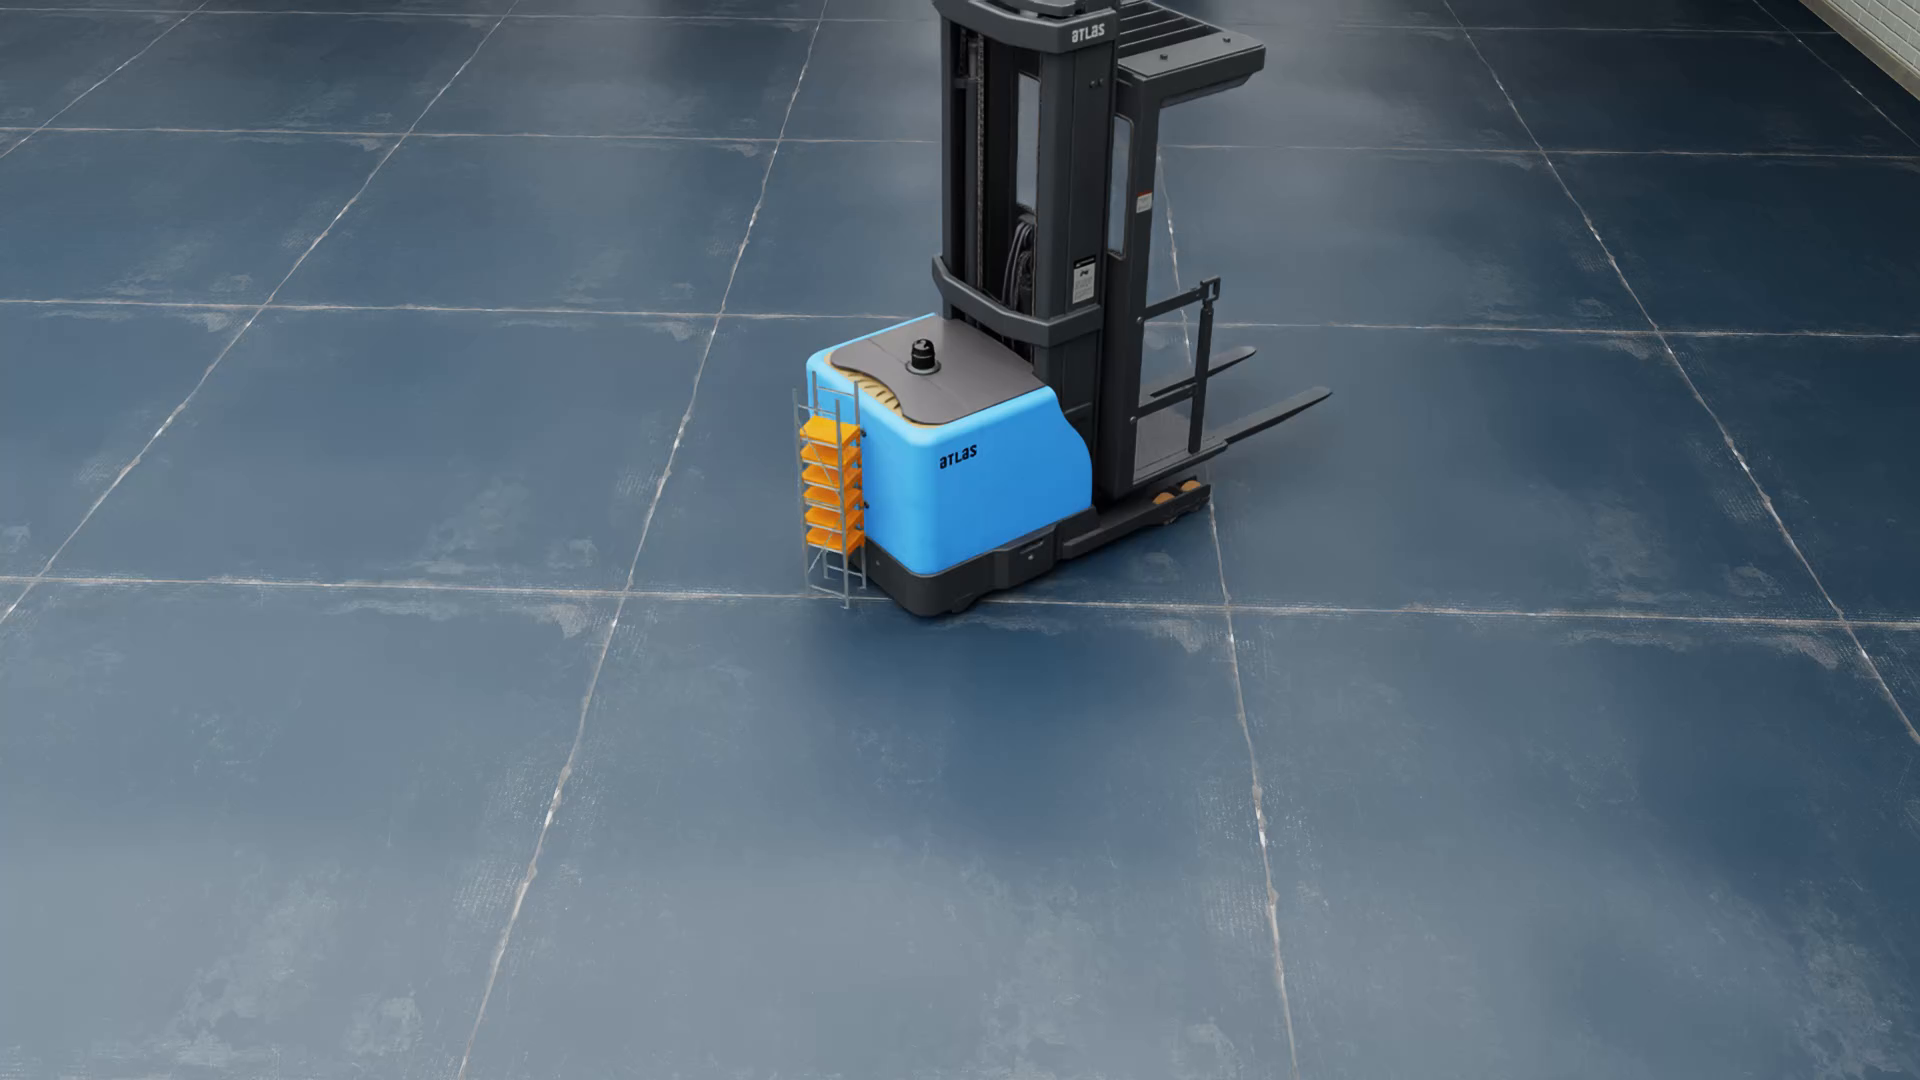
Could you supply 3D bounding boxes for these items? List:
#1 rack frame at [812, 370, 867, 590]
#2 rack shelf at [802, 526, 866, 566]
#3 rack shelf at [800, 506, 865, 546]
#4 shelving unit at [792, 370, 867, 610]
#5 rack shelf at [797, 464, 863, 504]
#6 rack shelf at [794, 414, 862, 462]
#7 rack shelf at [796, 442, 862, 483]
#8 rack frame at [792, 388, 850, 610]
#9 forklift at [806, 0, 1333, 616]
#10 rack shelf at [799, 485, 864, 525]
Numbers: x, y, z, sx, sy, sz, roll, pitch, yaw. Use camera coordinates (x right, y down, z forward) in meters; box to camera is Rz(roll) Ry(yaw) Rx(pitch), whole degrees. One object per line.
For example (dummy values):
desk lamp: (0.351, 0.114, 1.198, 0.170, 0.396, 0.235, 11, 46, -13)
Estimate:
rack frame: (-0.579, -0.269, 8.035, 0.240, 1.200, 0.006, 15, 38, 20)
rack shelf: (-0.617, 0.011, 8.131, 0.258, 0.103, 0.180, 15, 38, 20)
rack shelf: (-0.617, -0.087, 8.062, 0.258, 0.103, 0.180, 15, 38, 20)
shelving unit: (-0.617, -0.222, 7.967, 0.258, 1.200, 0.189, 15, 38, 20)
rack shelf: (-0.617, -0.283, 7.924, 0.258, 0.103, 0.180, 15, 38, 20)
rack shelf: (-0.617, -0.479, 7.785, 0.258, 0.103, 0.180, 15, 38, 20)
rack shelf: (-0.617, -0.381, 7.854, 0.258, 0.103, 0.180, 15, 38, 20)
rack frame: (-0.655, -0.174, 7.899, 0.240, 1.200, 0.006, 15, 38, 20)
forklift: (0.721, -1.506, 8.290, 3.031, 2.935, 1.130, -23, 41, -29)
rack shelf: (-0.617, -0.185, 7.993, 0.258, 0.103, 0.180, 15, 38, 20)
